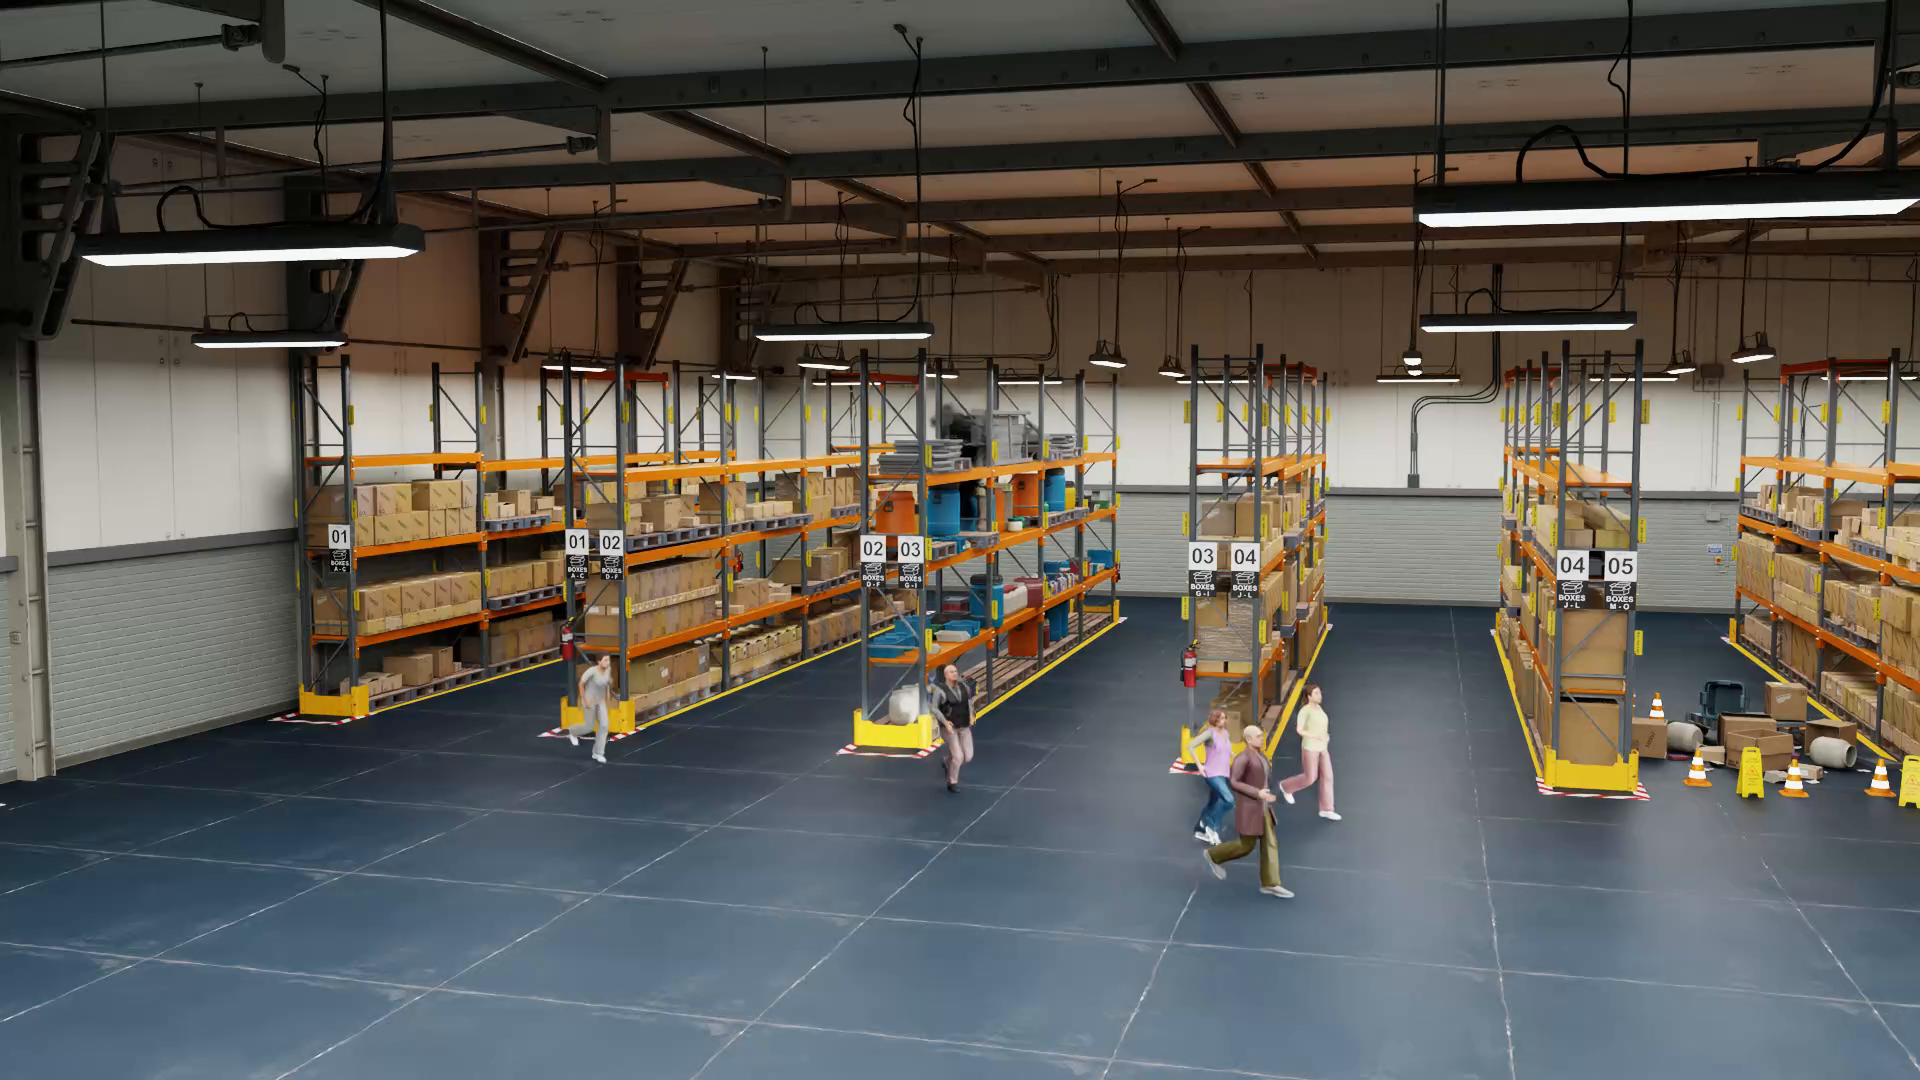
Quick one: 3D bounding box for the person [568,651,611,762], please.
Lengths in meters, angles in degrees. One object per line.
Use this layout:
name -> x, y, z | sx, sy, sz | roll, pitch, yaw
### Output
person -> -5.412, 2.403, 24.319 | 0.878, 1.619, 0.568 | 3, 5, 33

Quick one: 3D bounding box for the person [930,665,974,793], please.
person -> -0.095, 2.505, 22.207 | 0.663, 1.690, 0.540 | -3, 5, -34

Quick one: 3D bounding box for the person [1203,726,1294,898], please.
person -> 3.035, 2.815, 17.397 | 1.018, 1.767, 0.709 | 3, 5, 38

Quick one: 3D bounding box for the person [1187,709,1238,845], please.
person -> 2.991, 2.752, 19.319 | 0.625, 1.585, 0.519 | 3, 5, 38

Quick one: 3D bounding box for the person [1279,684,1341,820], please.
person -> 4.394, 2.629, 20.758 | 0.588, 1.627, 0.899 | -4, 6, -42
